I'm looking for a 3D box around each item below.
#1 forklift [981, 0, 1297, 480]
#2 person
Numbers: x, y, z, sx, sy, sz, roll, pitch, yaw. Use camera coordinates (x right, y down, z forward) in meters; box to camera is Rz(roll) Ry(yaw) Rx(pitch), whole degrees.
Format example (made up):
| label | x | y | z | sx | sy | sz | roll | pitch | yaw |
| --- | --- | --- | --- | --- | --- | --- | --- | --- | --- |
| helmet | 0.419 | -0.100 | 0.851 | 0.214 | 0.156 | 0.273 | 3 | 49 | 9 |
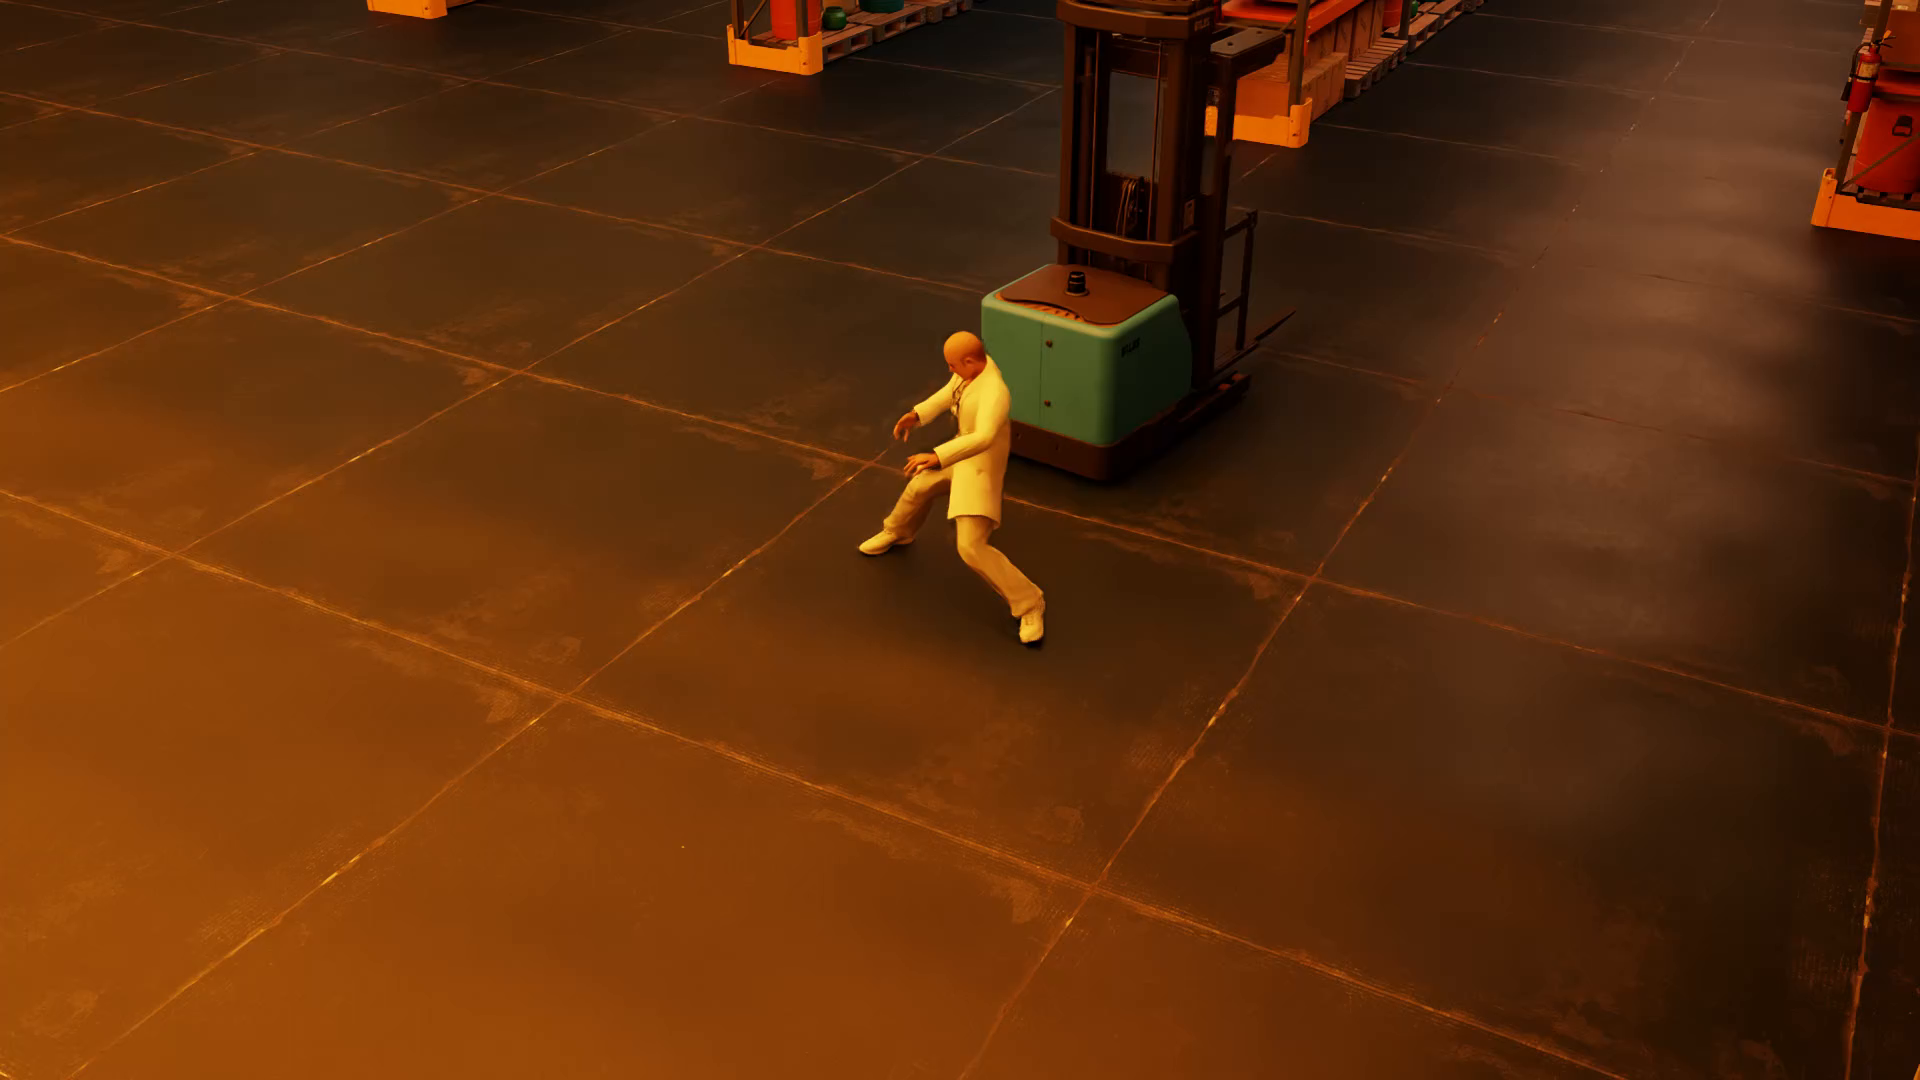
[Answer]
| label | x | y | z | sx | sy | sz | roll | pitch | yaw |
| --- | --- | --- | --- | --- | --- | --- | --- | --- | --- |
| forklift | 1.394 | -2.327 | 11.102 | 1.130 | 2.935 | 3.031 | 20 | 36 | 31 |
| person | -0.046 | -0.378 | 9.096 | 0.888 | 1.559 | 1.364 | -6 | 31 | -11 |
